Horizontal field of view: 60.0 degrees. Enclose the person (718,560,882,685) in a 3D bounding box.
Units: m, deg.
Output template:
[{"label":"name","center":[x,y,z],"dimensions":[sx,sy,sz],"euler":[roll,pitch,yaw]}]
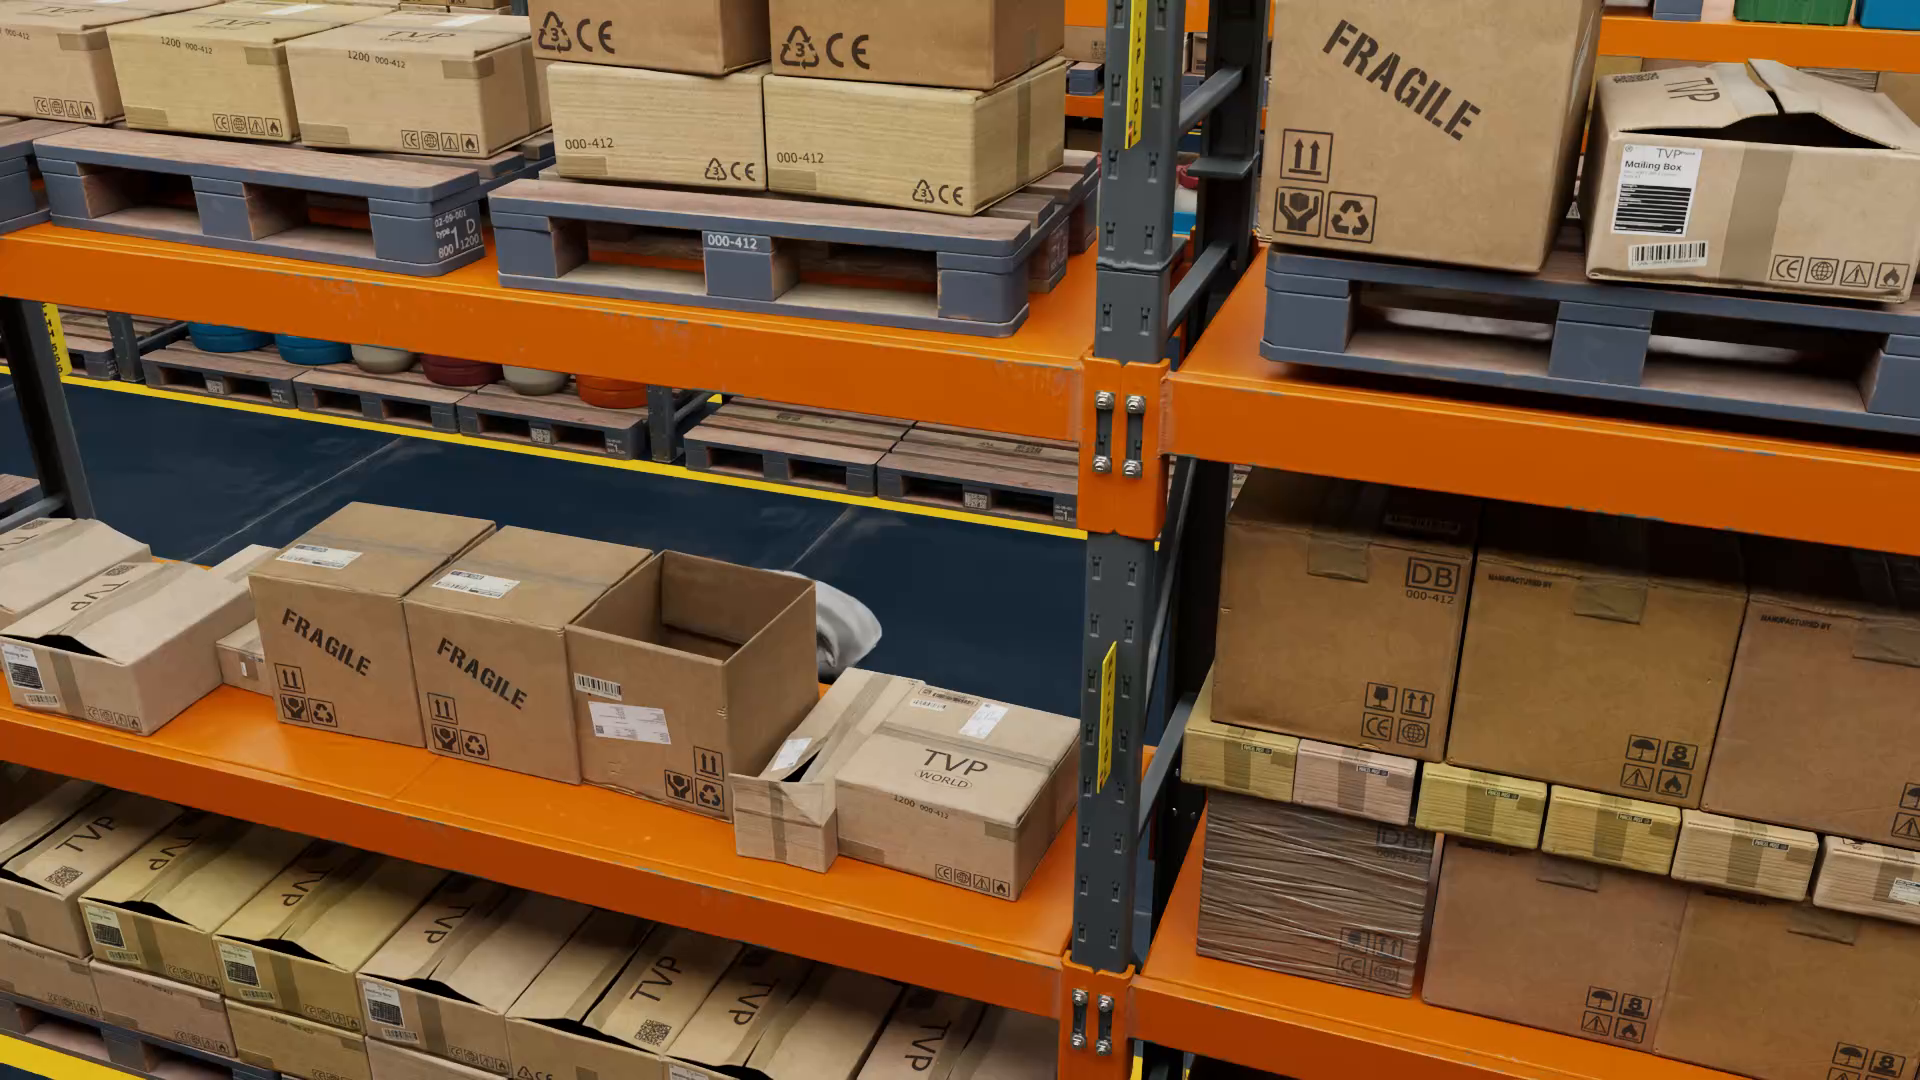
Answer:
[{"label":"person","center":[-0.759,0.468,7.274],"dimensions":[0.839,0.753,0.428],"euler":[8,27,17]}]
